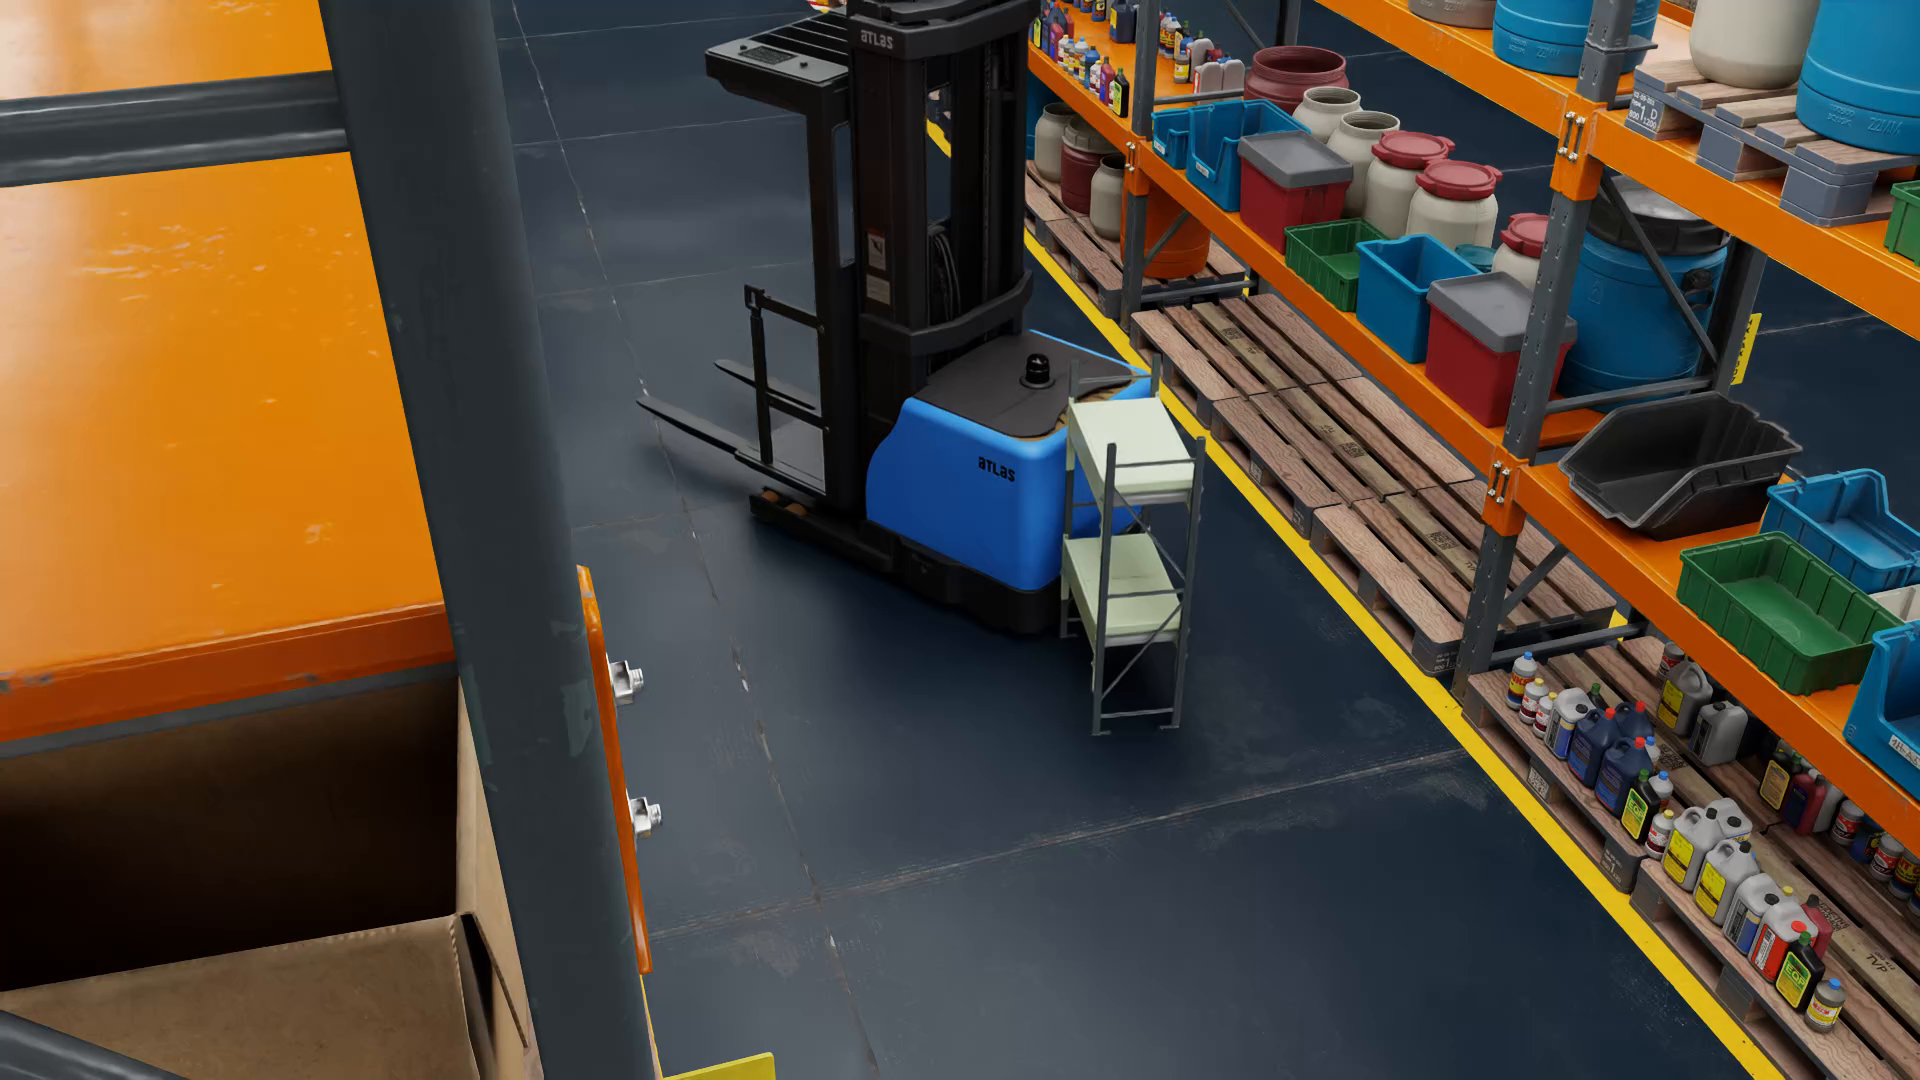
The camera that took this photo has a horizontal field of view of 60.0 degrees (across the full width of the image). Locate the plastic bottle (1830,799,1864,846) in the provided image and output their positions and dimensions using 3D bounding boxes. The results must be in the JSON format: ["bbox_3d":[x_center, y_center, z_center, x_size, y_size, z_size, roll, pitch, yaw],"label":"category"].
[{"bbox_3d":[3.492,1.092,6.516,0.097,0.201,0.097,0,33,0],"label":"plastic bottle"}]

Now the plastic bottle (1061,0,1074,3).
[{"bbox_3d":[0.826,-4.226,12.470,0.144,0.351,0.185,-10,35,-15],"label":"plastic bottle"}]

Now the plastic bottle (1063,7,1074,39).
[{"bbox_3d":[0.738,-3.509,11.446,0.061,0.283,0.133,-10,35,-15],"label":"plastic bottle"}]

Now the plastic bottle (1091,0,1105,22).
[{"bbox_3d":[1.007,-3.910,12.063,0.097,0.271,0.097,0,33,0],"label":"plastic bottle"}]

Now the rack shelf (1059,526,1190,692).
[{"bbox_3d":[0.732,0.303,7.523,0.431,0.370,0.720,-5,34,-7],"label":"rack shelf"}]

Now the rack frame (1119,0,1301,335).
[{"bbox_3d":[1.536,-2.696,10.109,1.000,3.000,0.127,-10,35,-15],"label":"rack frame"}]

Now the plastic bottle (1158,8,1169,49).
[{"bbox_3d":[1.402,-3.543,11.497,0.061,0.283,0.133,-10,35,-15],"label":"plastic bottle"}]

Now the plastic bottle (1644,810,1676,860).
[{"bbox_3d":[2.728,1.133,6.453,0.097,0.201,0.097,0,33,0],"label":"plastic bottle"}]

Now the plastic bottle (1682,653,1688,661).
[{"bbox_3d":[3.217,0.551,7.260,0.061,0.283,0.133,-8,34,-12],"label":"plastic bottle"}]

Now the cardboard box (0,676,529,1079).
[{"bbox_3d":[-0.914,0.505,1.943,0.797,0.503,0.637,-8,34,-11],"label":"cardboard box"}]

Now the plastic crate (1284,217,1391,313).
[{"bbox_3d":[1.956,-1.374,8.301,0.450,0.188,0.662,-10,35,-15],"label":"plastic crate"}]

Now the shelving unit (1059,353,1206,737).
[{"bbox_3d":[0.732,0.031,7.343,0.431,1.500,0.755,-5,34,-7],"label":"shelving unit"}]

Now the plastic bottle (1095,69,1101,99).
[{"bbox_3d":[0.918,-2.938,10.656,0.097,0.201,0.097,0,33,0],"label":"plastic bottle"}]

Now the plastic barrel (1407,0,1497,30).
[{"bbox_3d":[2.194,-2.630,6.834,0.600,0.901,0.600,0,33,0],"label":"plastic barrel"}]

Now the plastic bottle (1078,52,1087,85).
[{"bbox_3d":[0.829,-3.092,10.888,0.097,0.201,0.097,0,33,0],"label":"plastic bottle"}]

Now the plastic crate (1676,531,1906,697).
[{"bbox_3d":[2.901,0.253,5.839,0.450,0.188,0.662,-10,35,-15],"label":"plastic crate"}]

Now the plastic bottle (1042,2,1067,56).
[{"bbox_3d":[0.648,-3.507,11.380,0.144,0.351,0.185,-10,35,-15],"label":"plastic bottle"}]

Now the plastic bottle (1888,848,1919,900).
[{"bbox_3d":[3.584,1.222,6.255,0.097,0.271,0.097,0,33,0],"label":"plastic bottle"}]

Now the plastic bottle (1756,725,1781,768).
[{"bbox_3d":[3.374,0.823,6.849,0.061,0.283,0.133,-8,34,-12],"label":"plastic bottle"}]

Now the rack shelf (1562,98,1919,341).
[{"bbox_3d":[3.366,-0.497,4.713,1.077,0.370,4.000,-10,35,-15],"label":"rack shelf"}]

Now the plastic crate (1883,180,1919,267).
[{"bbox_3d":[2.978,-0.885,4.839,0.336,0.188,0.450,-10,35,-15],"label":"plastic crate"}]

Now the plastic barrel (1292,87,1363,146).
[{"bbox_3d":[2.053,-2.238,9.315,0.421,0.512,0.421,0,33,0],"label":"plastic barrel"}]

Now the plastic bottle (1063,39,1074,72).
[{"bbox_3d":[0.739,-3.245,11.120,0.097,0.201,0.097,0,33,0],"label":"plastic bottle"}]

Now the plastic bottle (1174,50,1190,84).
[{"bbox_3d":[1.457,-3.107,10.911,0.097,0.201,0.097,0,33,0],"label":"plastic bottle"}]

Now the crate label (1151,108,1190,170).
[{"bbox_3d":[1.307,-2.342,9.725,0.303,0.233,0.416,-10,35,-15],"label":"crate label"}]

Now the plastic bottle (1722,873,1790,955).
[{"bbox_3d":[2.905,1.357,6.047,0.152,0.276,0.135,-11,35,-16],"label":"plastic bottle"}]

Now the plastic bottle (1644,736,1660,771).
[{"bbox_3d":[2.766,0.908,6.730,0.097,0.271,0.097,0,33,0],"label":"plastic bottle"}]

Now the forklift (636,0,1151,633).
[{"bbox_3d":[-0.490,-1.448,8.283,3.031,2.935,1.130,25,41,32],"label":"forklift"}]

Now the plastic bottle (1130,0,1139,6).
[{"bbox_3d":[1.243,-3.769,11.778,0.144,0.351,0.185,-10,35,-15],"label":"plastic bottle"}]

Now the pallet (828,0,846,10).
[{"bbox_3d":[-0.690,-5.293,16.569,1.003,0.211,1.213,-10,35,-15],"label":"pallet"}]

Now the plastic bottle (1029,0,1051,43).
[{"bbox_3d":[0.551,-3.674,11.633,0.144,0.351,0.185,-10,35,-15],"label":"plastic bottle"}]

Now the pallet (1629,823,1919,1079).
[{"bbox_3d":[3.297,1.569,6.184,1.003,0.211,1.213,-10,35,-15],"label":"pallet"}]

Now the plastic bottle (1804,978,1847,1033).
[{"bbox_3d":[2.998,1.598,5.750,0.097,0.201,0.097,0,33,0],"label":"plastic bottle"}]

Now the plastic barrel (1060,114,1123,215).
[{"bbox_3d":[1.026,-2.712,11.940,0.600,0.588,0.708,-10,35,-15],"label":"plastic barrel"}]

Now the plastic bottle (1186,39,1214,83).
[{"bbox_3d":[1.570,-3.169,10.937,0.152,0.276,0.135,-10,35,-15],"label":"plastic bottle"}]

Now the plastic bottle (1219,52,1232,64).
[{"bbox_3d":[1.702,-2.989,10.669,0.097,0.271,0.097,0,33,0],"label":"plastic bottle"}]

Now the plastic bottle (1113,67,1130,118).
[{"bbox_3d":[1.006,-2.788,10.354,0.061,0.283,0.133,-10,35,-15],"label":"plastic bottle"}]

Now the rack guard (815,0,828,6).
[{"bbox_3d":[-0.924,-5.864,17.170,1.175,0.500,0.348,-10,35,-15],"label":"rack guard"}]

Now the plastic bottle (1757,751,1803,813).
[{"bbox_3d":[3.294,0.945,6.664,0.061,0.283,0.133,-10,35,-15],"label":"plastic bottle"}]

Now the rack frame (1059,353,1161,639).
[{"bbox_3d":[0.679,-0.169,7.645,0.400,1.500,0.023,-5,34,-7],"label":"rack frame"}]

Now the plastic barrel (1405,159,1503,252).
[{"bbox_3d":[2.449,-1.577,8.292,0.433,0.535,0.433,0,33,0],"label":"plastic barrel"}]

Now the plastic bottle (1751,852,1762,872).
[{"bbox_3d":[2.952,1.258,6.264,0.097,0.201,0.097,0,33,0],"label":"plastic bottle"}]

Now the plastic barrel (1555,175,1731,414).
[{"bbox_3d":[2.926,-1.059,7.177,0.600,0.901,0.708,-10,35,-15],"label":"plastic barrel"}]

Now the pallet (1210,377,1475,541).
[{"bbox_3d":[2.103,-0.480,9.285,1.003,0.211,1.213,-10,35,-15],"label":"pallet"}]

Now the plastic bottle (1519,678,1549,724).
[{"bbox_3d":[2.466,0.683,7.135,0.097,0.201,0.097,0,33,0],"label":"plastic bottle"}]

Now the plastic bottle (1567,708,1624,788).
[{"bbox_3d":[2.607,0.820,6.793,0.144,0.351,0.185,-9,35,-13],"label":"plastic bottle"}]

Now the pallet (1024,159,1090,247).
[{"bbox_3d":[0.887,-2.579,12.461,1.003,0.211,1.213,-10,35,-15],"label":"pallet"}]

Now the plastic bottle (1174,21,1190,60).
[{"bbox_3d":[1.502,-3.371,11.236,0.061,0.283,0.133,-10,35,-15],"label":"plastic bottle"}]

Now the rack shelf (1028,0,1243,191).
[{"bbox_3d":[0.925,-3.446,11.896,1.077,0.370,4.000,-10,35,-15],"label":"rack shelf"}]
